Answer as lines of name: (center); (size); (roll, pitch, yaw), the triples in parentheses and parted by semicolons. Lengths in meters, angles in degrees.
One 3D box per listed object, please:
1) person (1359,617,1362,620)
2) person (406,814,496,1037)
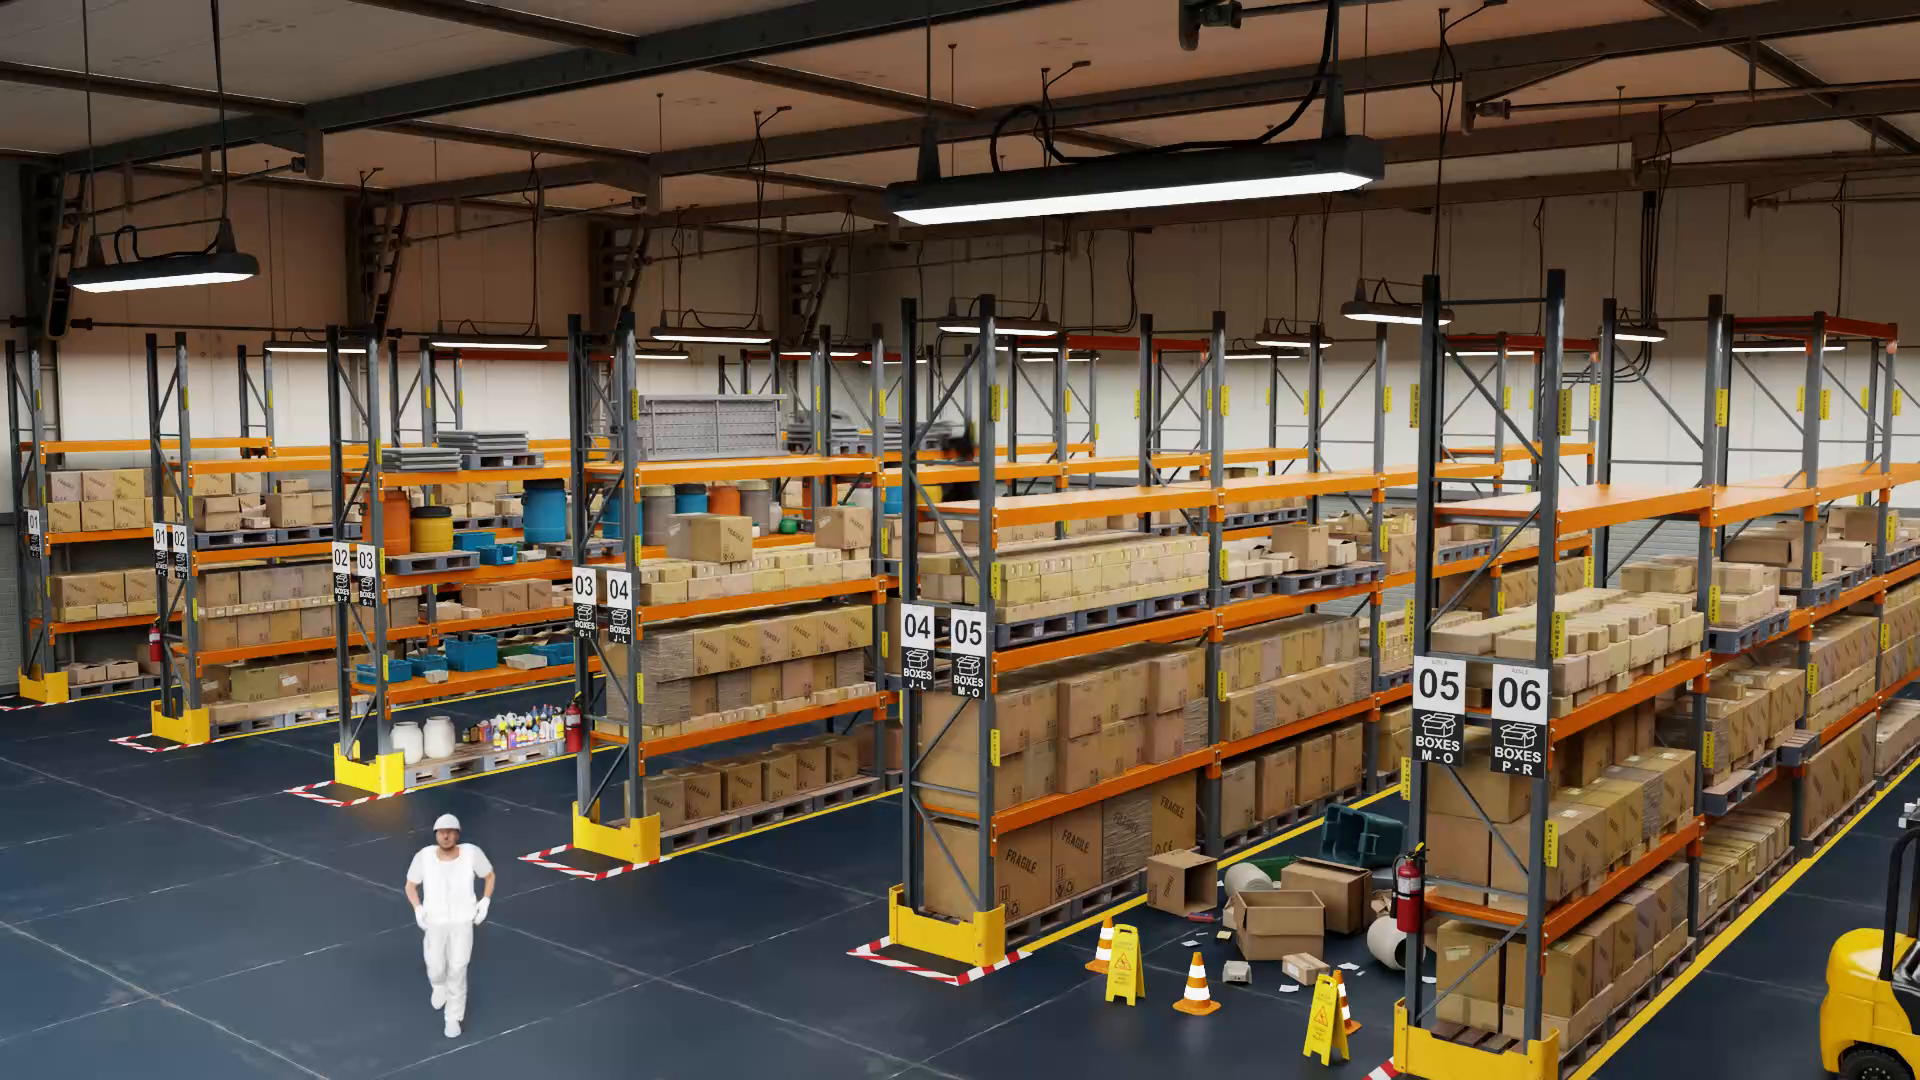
person: (6.168, 2.028, 25.746); (0.693, 1.689, 0.585); (3, 6, 34)
person: (-4.136, 3.081, 13.534); (0.706, 1.760, 0.679); (-1, 5, -14)
